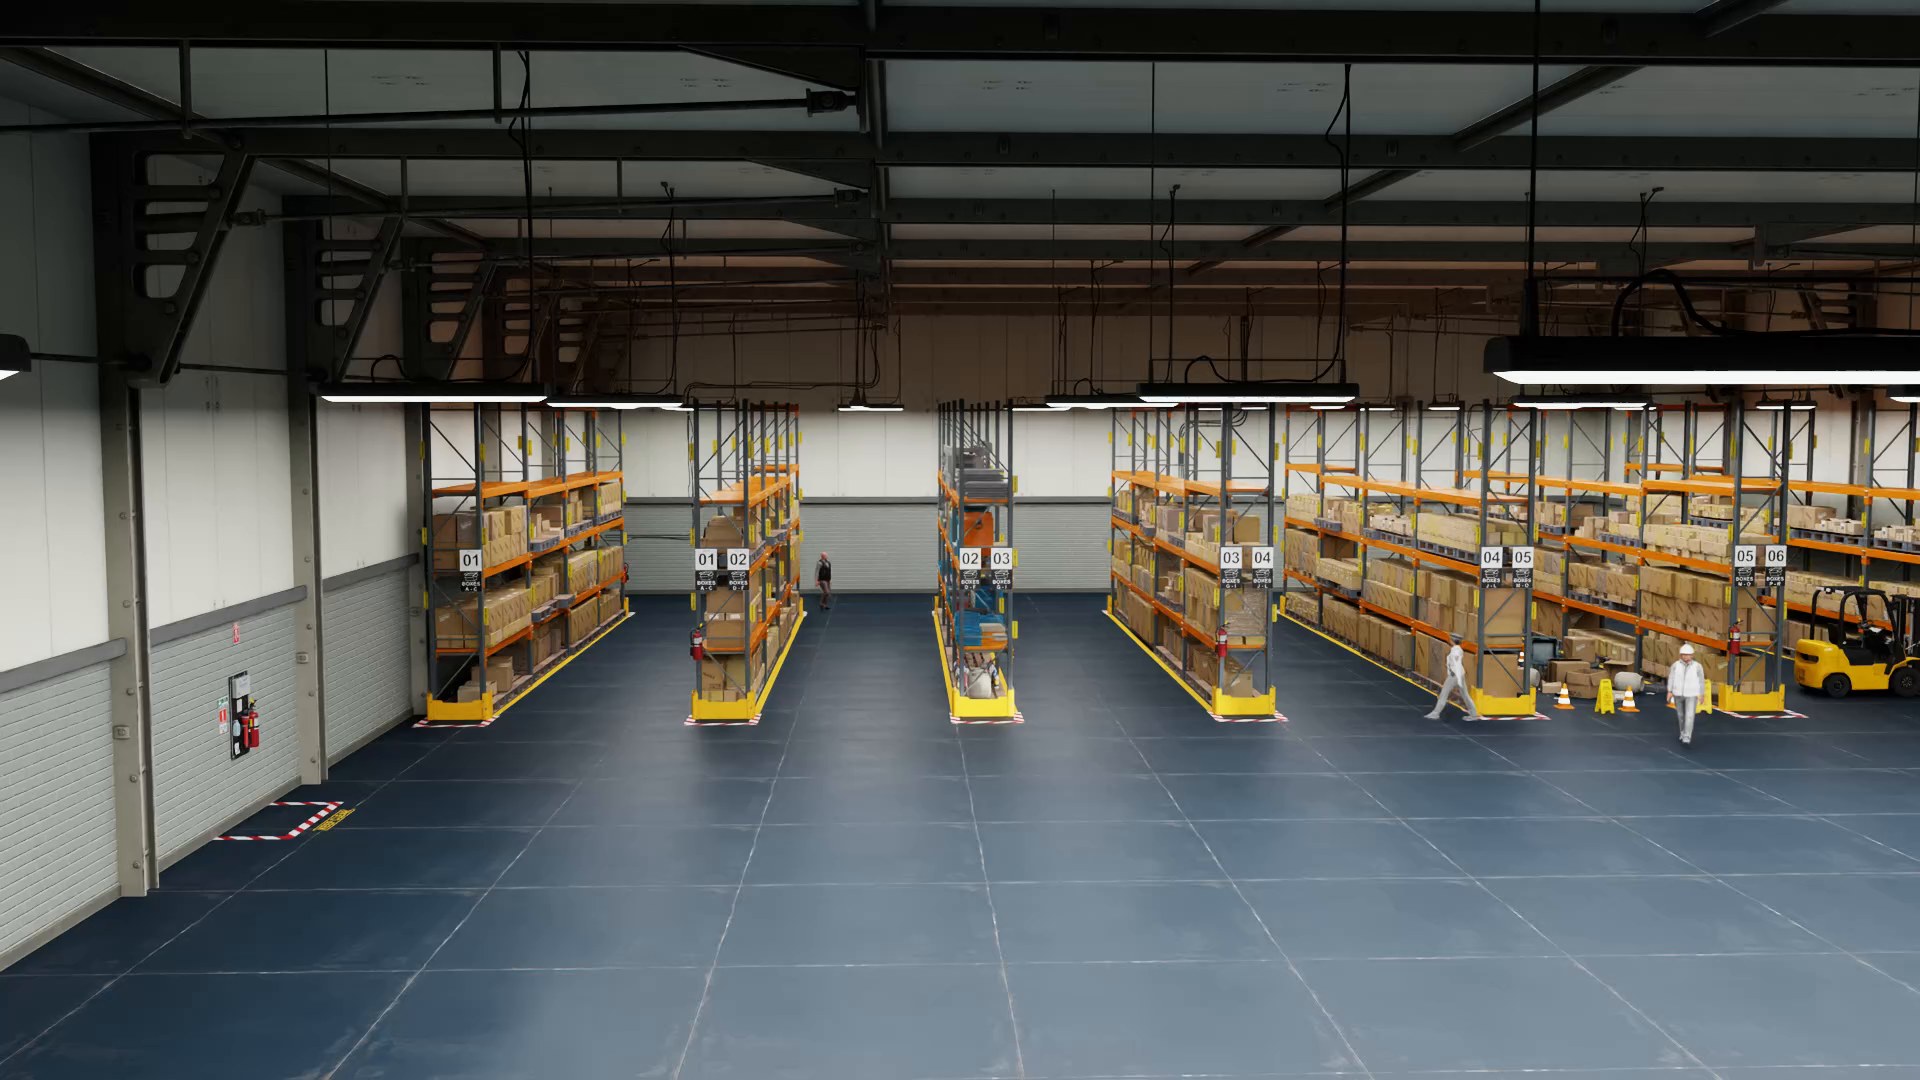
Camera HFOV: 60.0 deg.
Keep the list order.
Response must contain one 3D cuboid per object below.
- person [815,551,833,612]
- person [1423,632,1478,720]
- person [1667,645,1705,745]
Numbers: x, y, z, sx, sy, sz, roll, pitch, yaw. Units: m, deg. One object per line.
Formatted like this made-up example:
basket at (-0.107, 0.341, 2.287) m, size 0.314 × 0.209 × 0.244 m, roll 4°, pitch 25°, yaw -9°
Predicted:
person at (-3.909, 1.205, 48.166) m, size 0.466 × 1.747 × 0.597 m, roll 2°, pitch 5°, yaw 29°
person at (9.206, 2.535, 31.049) m, size 0.937 × 1.616 × 0.550 m, roll 3°, pitch 5°, yaw 33°
person at (12.518, 2.662, 28.748) m, size 0.564 × 1.709 × 1.076 m, roll 4°, pitch 6°, yaw 40°
